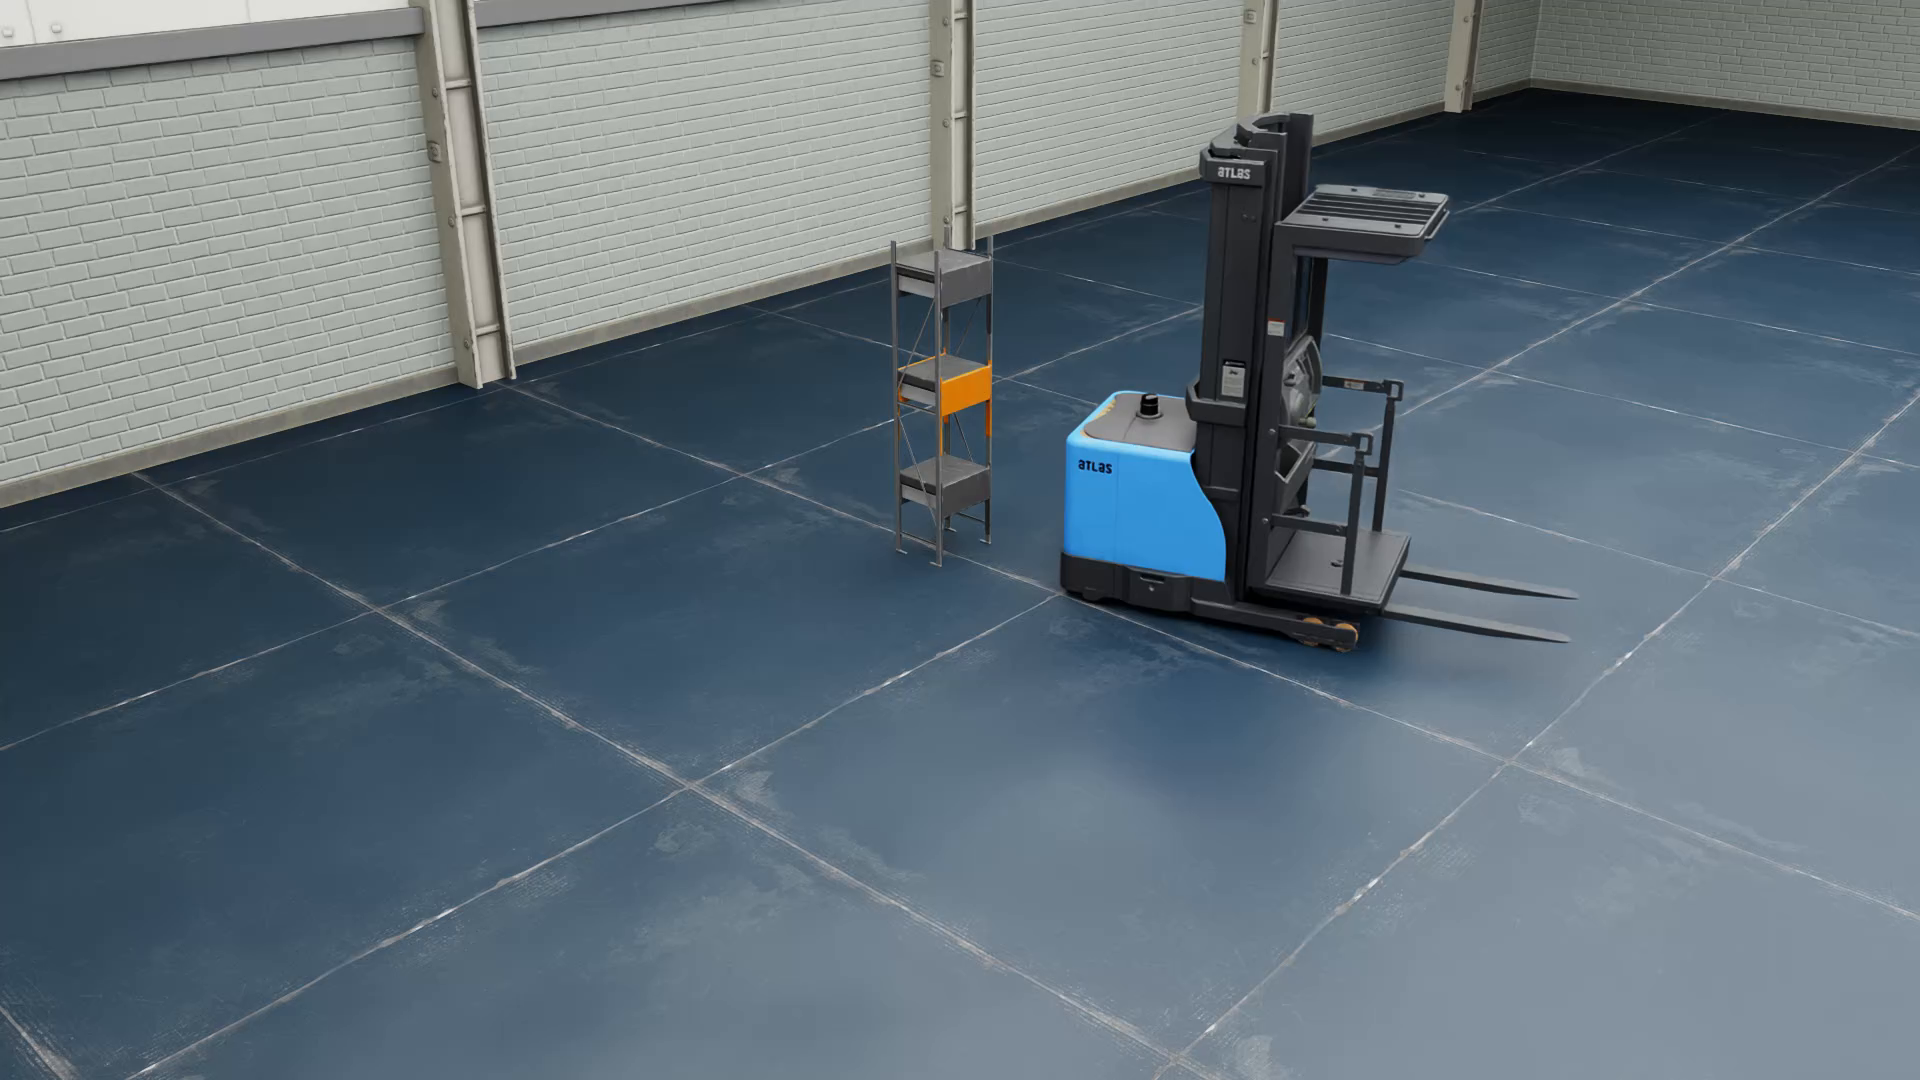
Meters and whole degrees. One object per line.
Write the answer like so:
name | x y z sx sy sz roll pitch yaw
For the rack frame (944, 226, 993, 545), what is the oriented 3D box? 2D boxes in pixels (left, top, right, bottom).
rack frame | 0.052 -0.982 10.874 0.400 2.100 0.015 20 31 38

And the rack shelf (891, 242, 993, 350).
rack shelf | -0.110 -1.534 10.427 0.431 0.518 0.480 20 31 38

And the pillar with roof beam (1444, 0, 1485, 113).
pillar with roof beam | 11.142 -9.799 22.105 9.100 9.000 0.400 20 31 38

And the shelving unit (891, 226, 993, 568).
shelving unit | -0.110 -0.908 10.708 0.431 2.100 0.503 20 31 38

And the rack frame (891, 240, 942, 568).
rack frame | -0.273 -0.833 10.542 0.400 2.100 0.015 20 31 38

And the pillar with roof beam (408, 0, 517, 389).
pillar with roof beam | -0.871 -4.315 9.874 9.100 9.000 0.400 20 31 38

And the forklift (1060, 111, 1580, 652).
forklift | 2.194 -0.926 9.732 3.031 2.935 1.130 10 26 21

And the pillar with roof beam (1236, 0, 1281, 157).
pillar with roof beam | 7.137 -7.971 18.028 9.100 9.000 0.400 20 31 38

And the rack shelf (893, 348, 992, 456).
rack shelf | -0.110 -0.895 10.714 0.431 0.518 0.480 20 31 38

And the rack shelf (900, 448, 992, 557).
rack shelf | -0.110 -0.256 11.000 0.431 0.518 0.480 20 31 38

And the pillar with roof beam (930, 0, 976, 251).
pillar with roof beam | 3.133 -6.143 13.951 9.100 9.000 0.400 20 31 38
